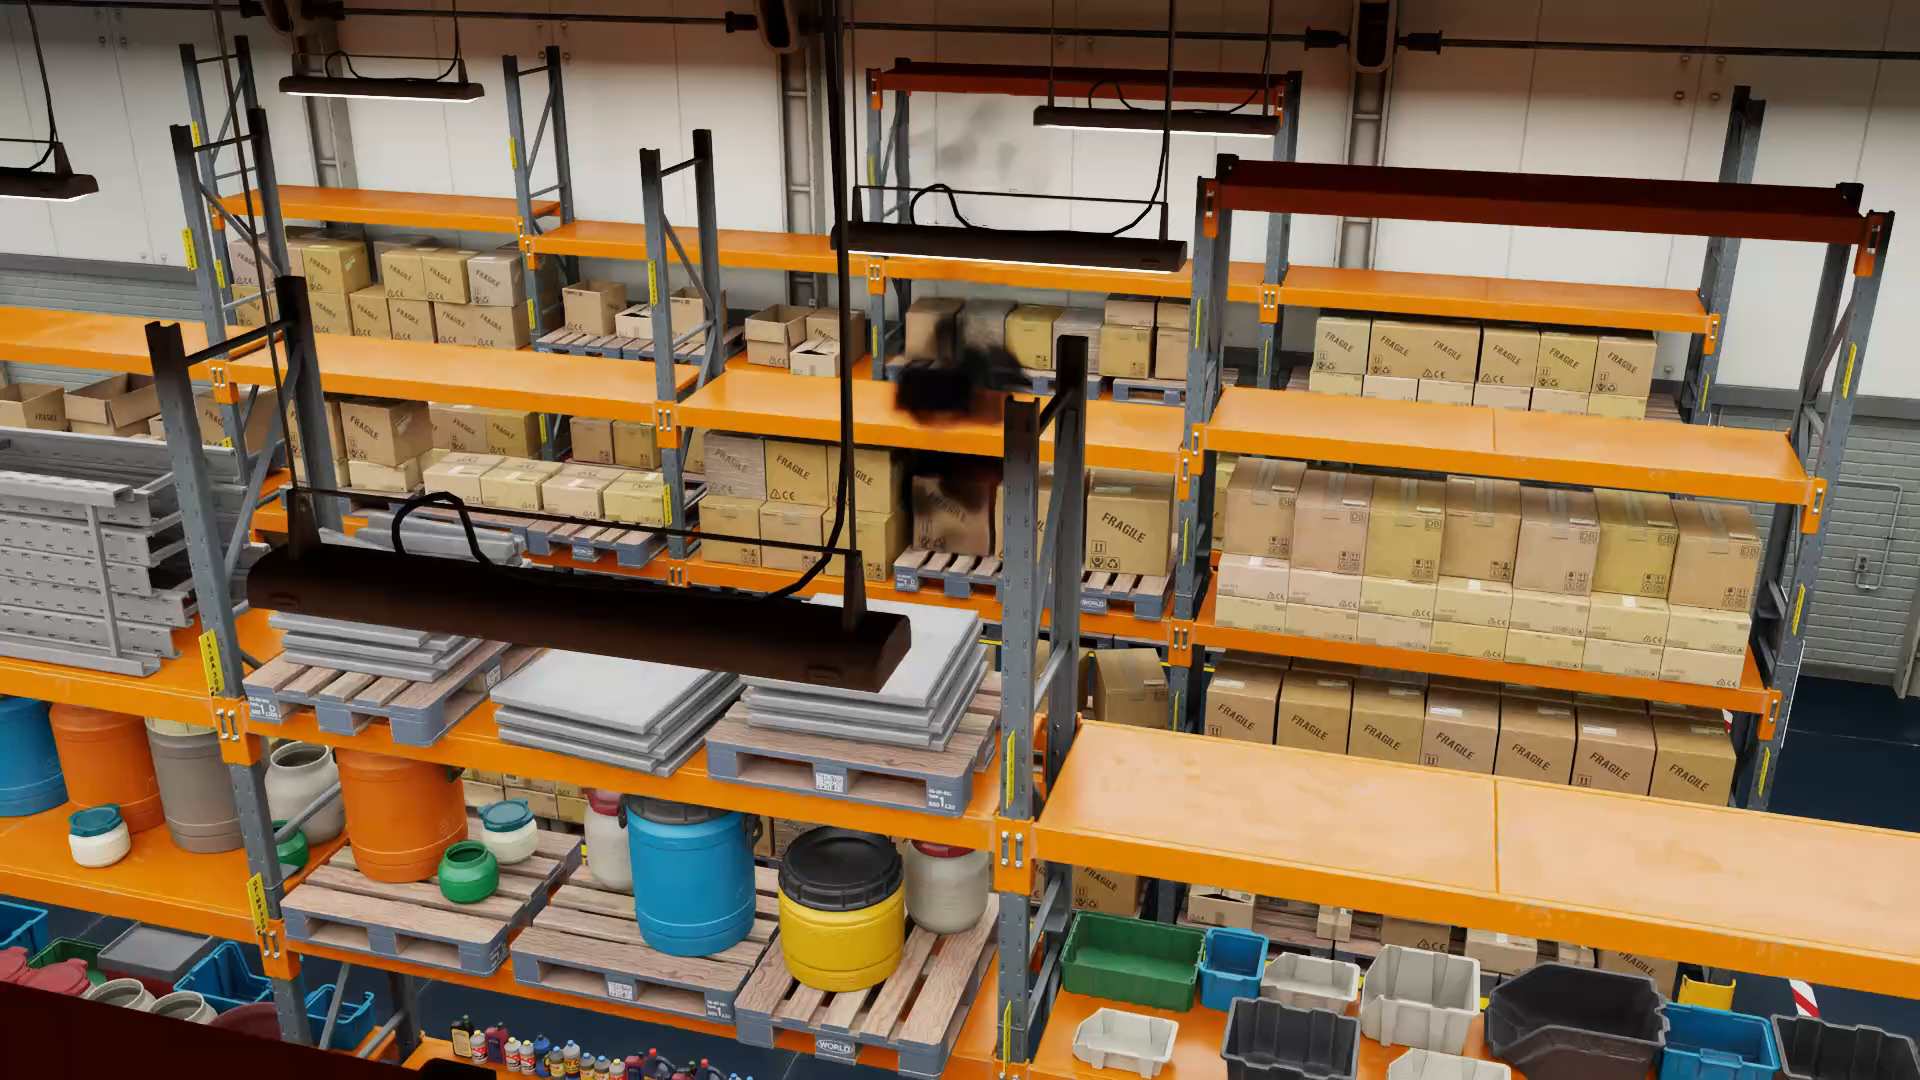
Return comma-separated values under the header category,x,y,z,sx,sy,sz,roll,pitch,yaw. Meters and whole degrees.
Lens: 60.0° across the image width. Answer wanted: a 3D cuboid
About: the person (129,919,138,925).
category,x,y,z,sx,sy,sz,roll,pitch,yaw
person,-6.134,2.511,12.594,0.670,1.679,0.702,2,23,5
